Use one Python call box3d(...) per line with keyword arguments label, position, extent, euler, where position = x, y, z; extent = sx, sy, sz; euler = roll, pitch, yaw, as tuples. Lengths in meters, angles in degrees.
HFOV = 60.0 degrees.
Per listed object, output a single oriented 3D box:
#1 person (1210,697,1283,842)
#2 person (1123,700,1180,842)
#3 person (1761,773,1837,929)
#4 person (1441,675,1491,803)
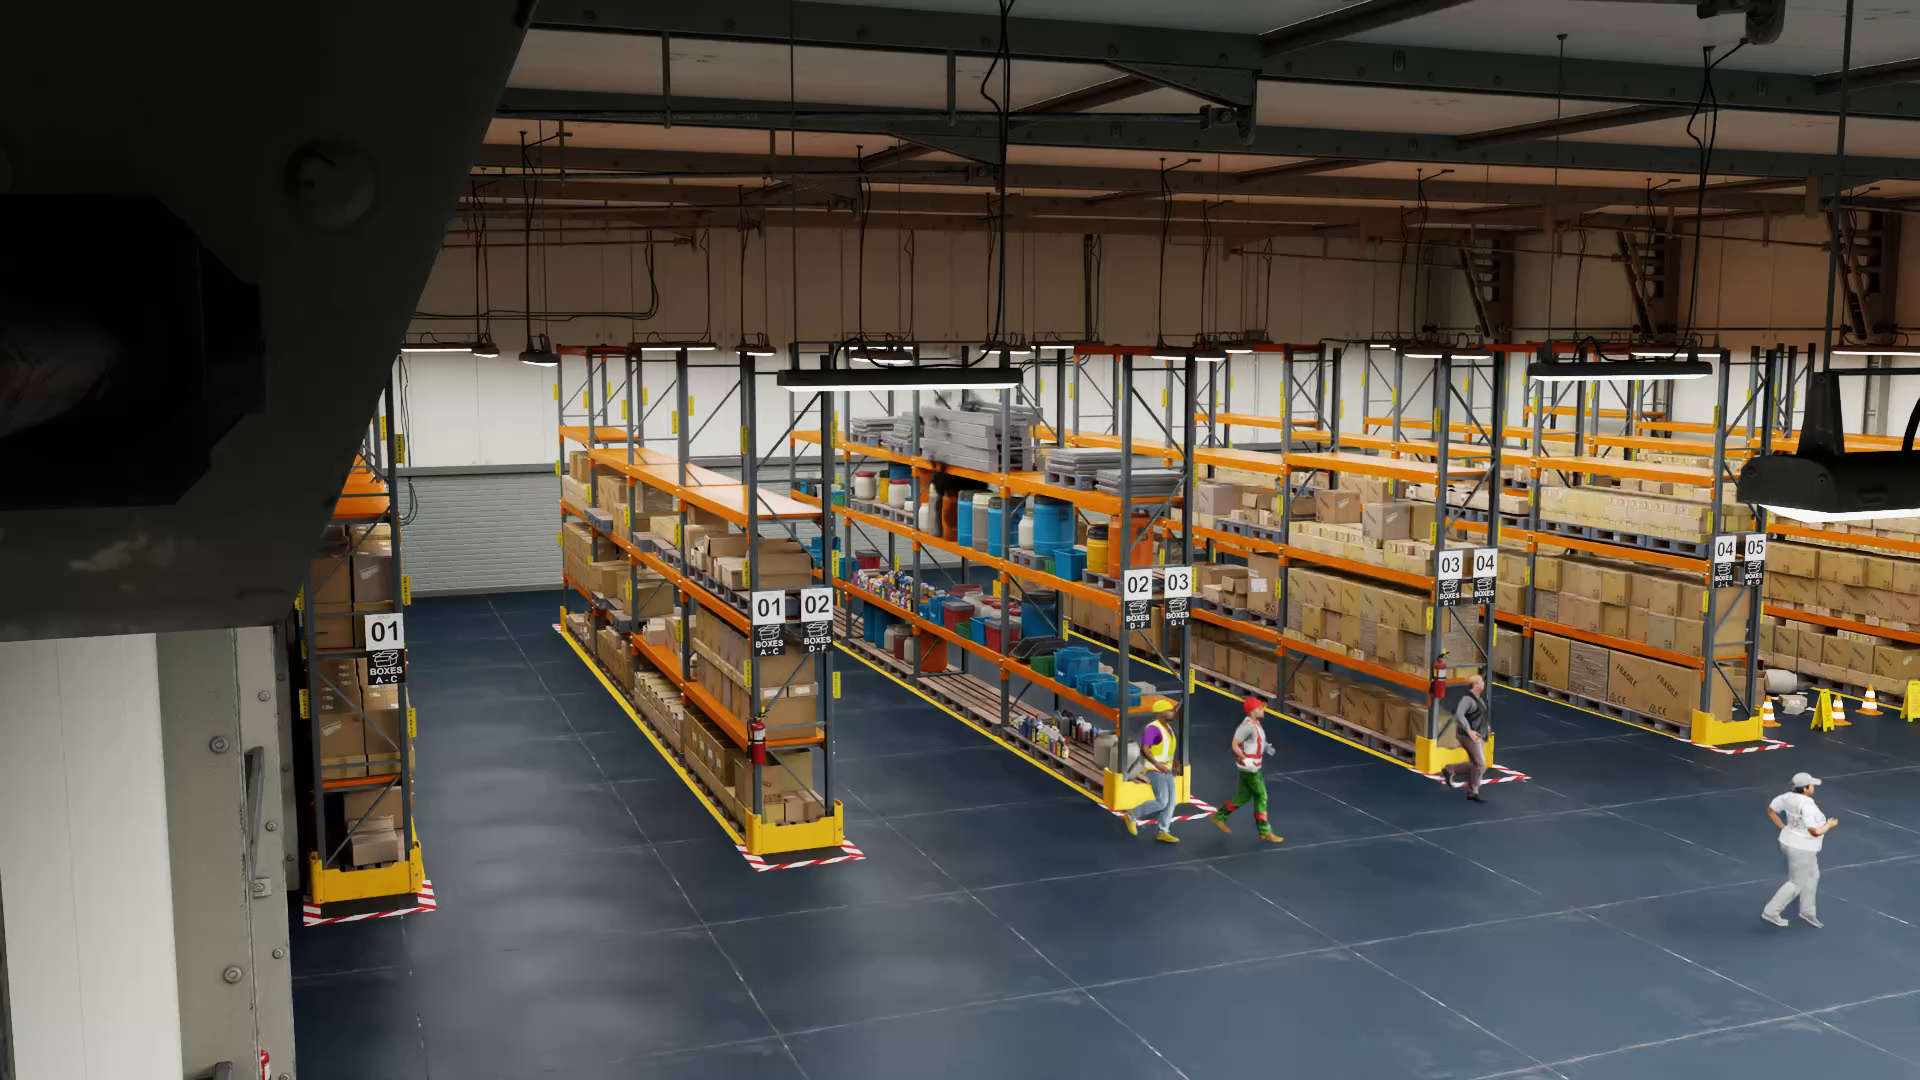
box3d(label="person", position=(3.567, 2.812, 20.567), extent=(0.899, 1.779, 0.648), euler=(2, 7, 12))
box3d(label="person", position=(2.468, 2.849, 20.776), extent=(0.713, 1.720, 0.748), euler=(3, 8, 23))
box3d(label="person", position=(8.824, 3.291, 17.510), extent=(0.726, 1.721, 0.590), euler=(0, 7, 3))
box3d(label="person", position=(6.902, 2.654, 22.533), extent=(0.695, 1.668, 0.700), euler=(5, 9, 34))
